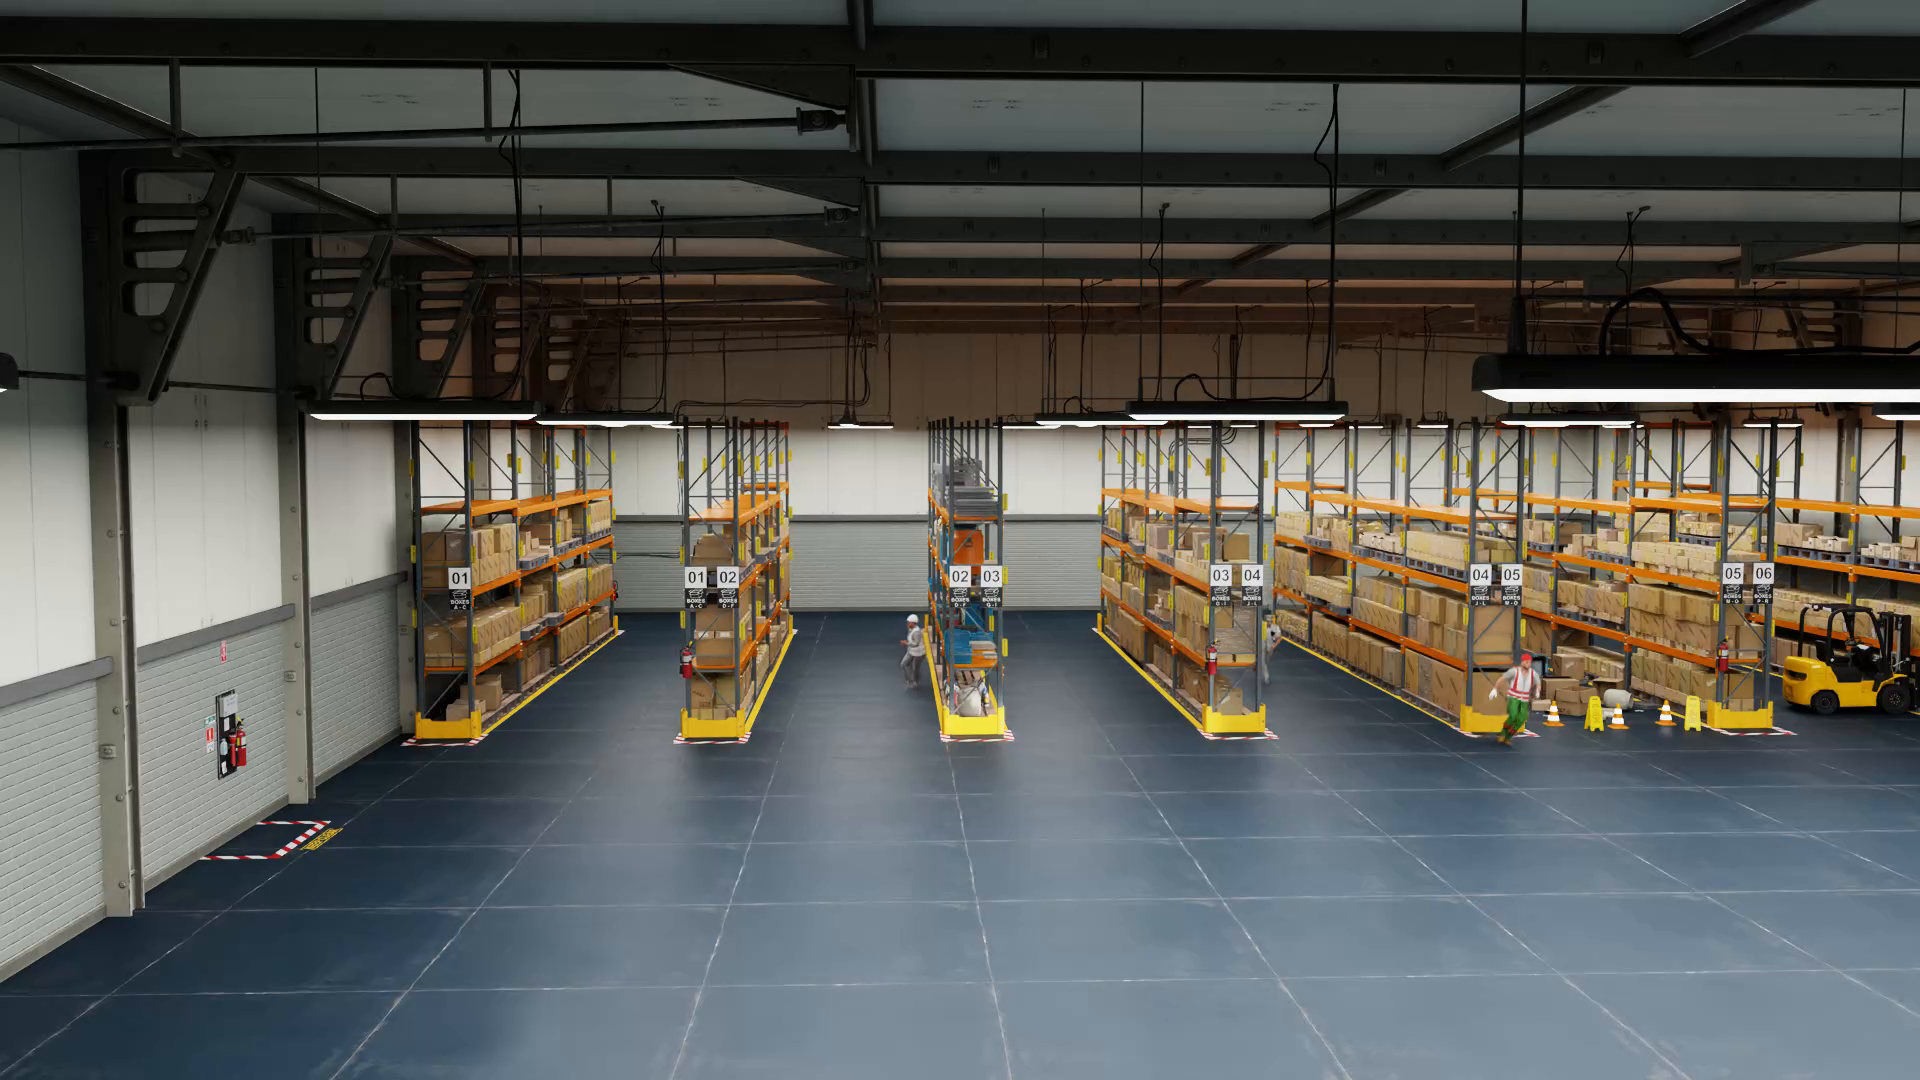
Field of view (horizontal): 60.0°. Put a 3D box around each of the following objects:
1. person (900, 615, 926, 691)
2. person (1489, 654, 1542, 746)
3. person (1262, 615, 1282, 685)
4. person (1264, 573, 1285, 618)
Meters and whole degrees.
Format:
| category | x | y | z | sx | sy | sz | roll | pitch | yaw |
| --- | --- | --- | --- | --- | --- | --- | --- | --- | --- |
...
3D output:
| category | x | y | z | sx | sy | sz | roll | pitch | yaw |
| --- | --- | --- | --- | --- | --- | --- | --- | --- | --- |
| person | -1.010 | 2.465 | 36.648 | 0.710 | 1.687 | 0.773 | -3 | 5 | -35 |
| person | 10.183 | 2.920 | 30.286 | 0.847 | 1.697 | 0.675 | -1 | 4 | -10 |
| person | 6.956 | 2.443 | 37.818 | 0.663 | 1.568 | 1.052 | 0 | 4 | 4 |
| person | 9.342 | 1.735 | 49.166 | 0.705 | 1.545 | 0.555 | -1 | 4 | -20 |
